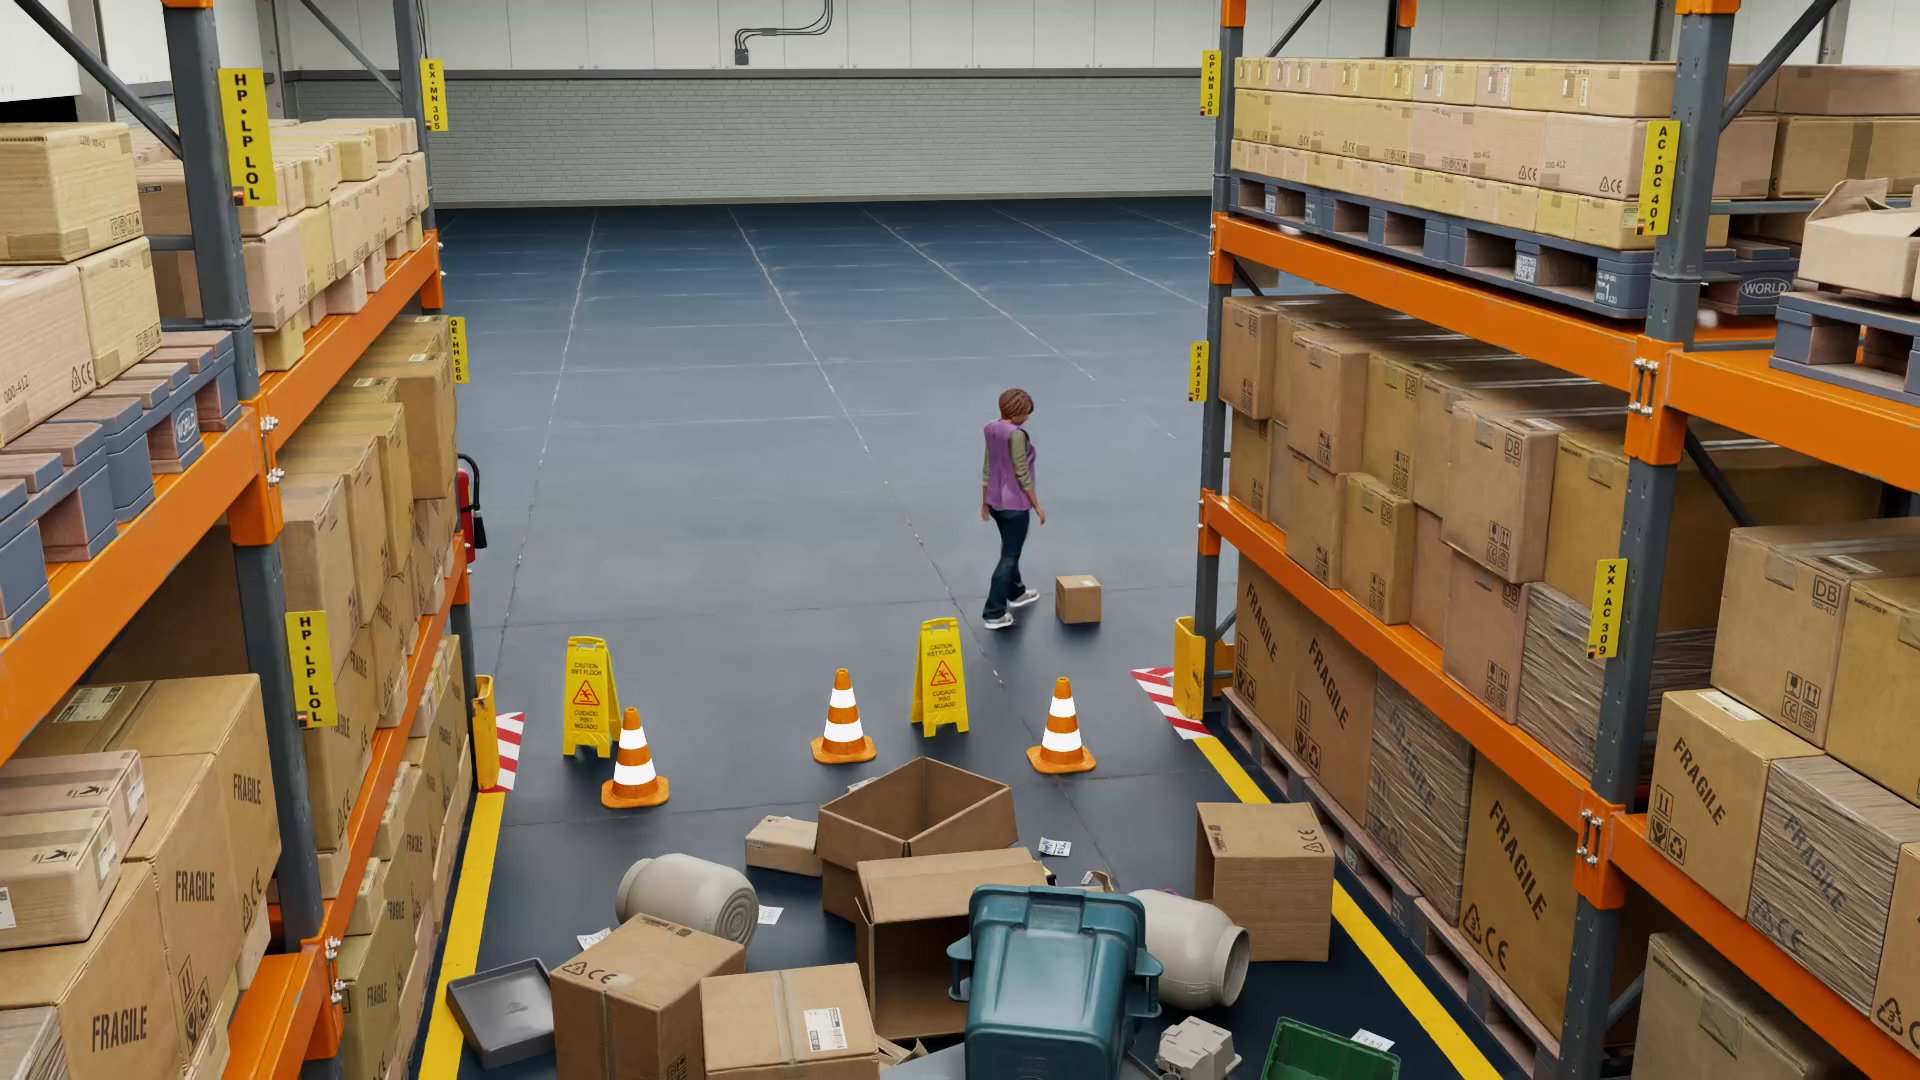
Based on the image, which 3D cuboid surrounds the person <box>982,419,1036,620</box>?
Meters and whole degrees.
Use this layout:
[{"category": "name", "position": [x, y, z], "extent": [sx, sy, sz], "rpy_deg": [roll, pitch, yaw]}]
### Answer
[{"category": "person", "position": [0.316, -0.149, 10.828], "extent": [0.528, 1.295, 0.473], "rpy_deg": [-10, 19, -31]}]
